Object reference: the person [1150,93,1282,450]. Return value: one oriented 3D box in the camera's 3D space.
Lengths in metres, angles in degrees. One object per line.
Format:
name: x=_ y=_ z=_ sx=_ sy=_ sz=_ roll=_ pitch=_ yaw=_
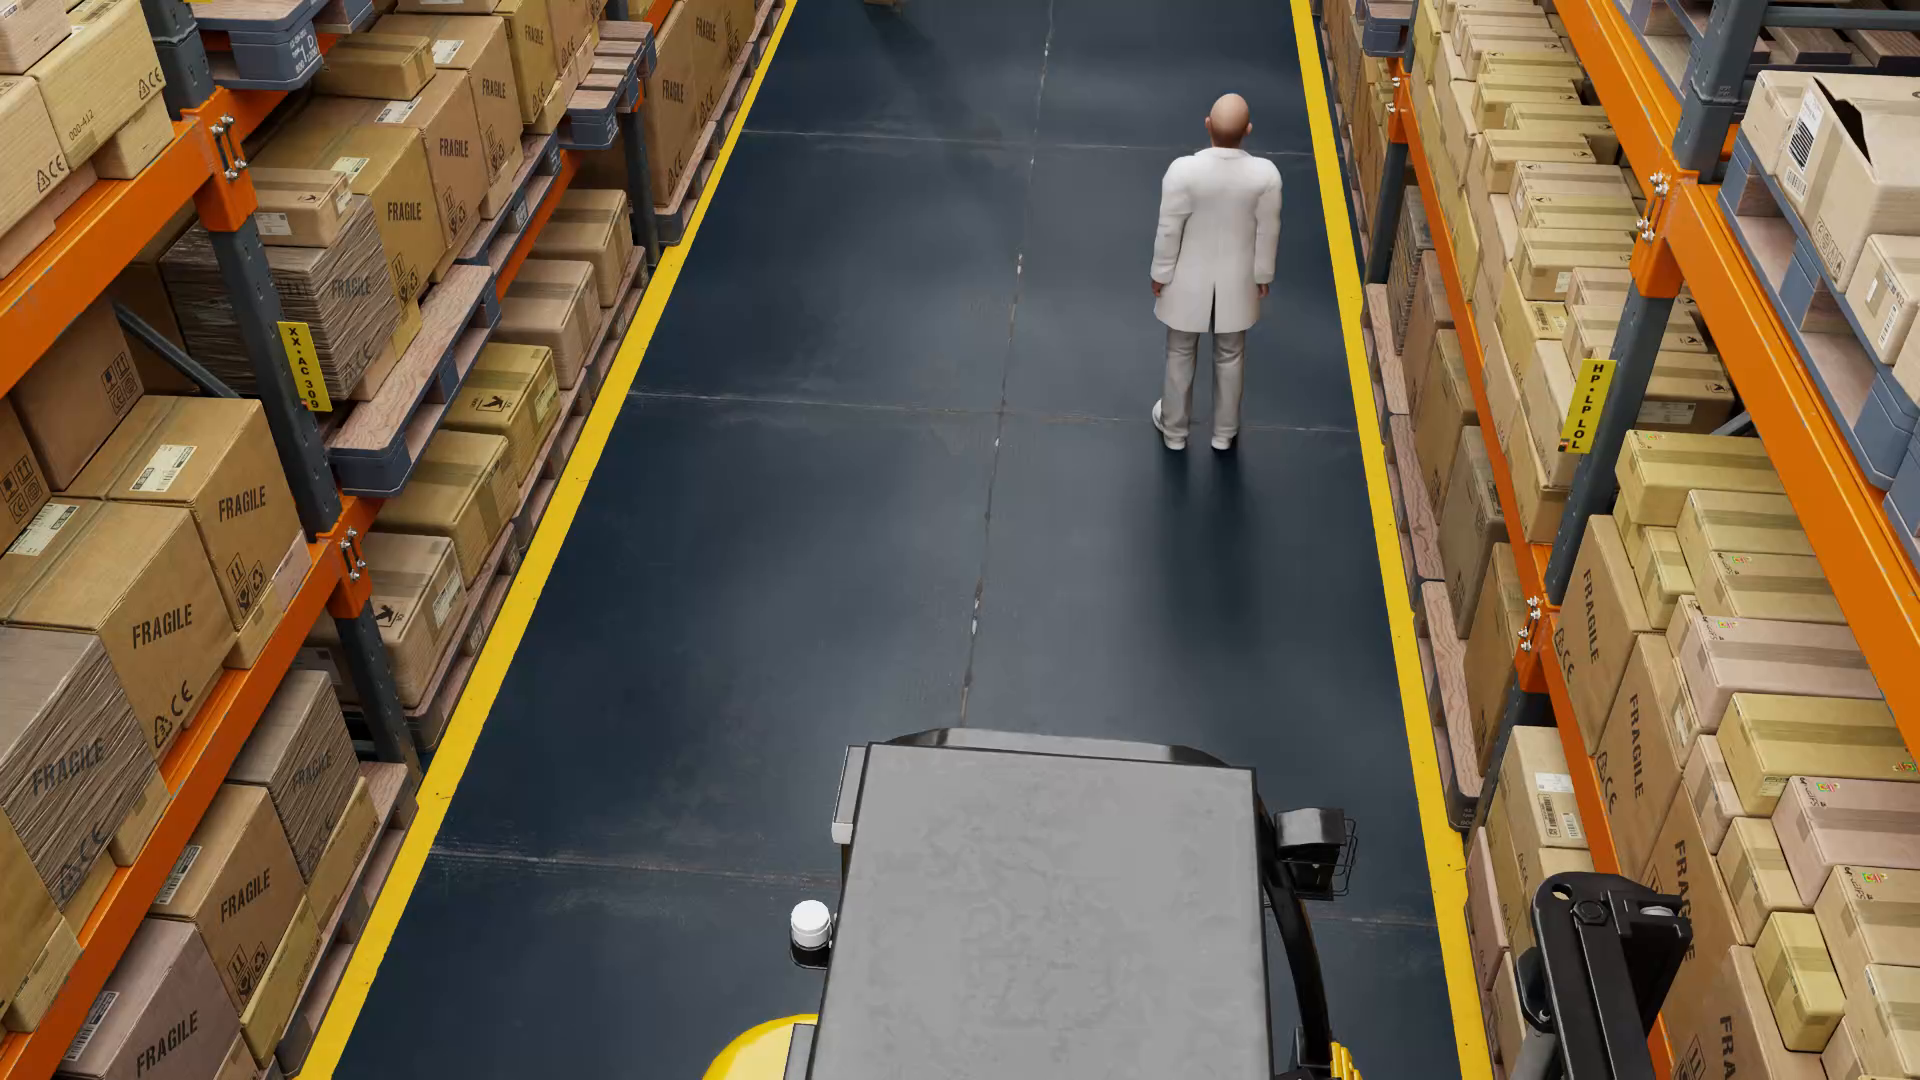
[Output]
person: x=1.153 y=-1.228 z=7.649 sx=0.565 sy=1.783 sz=0.377 roll=1 pitch=40 yaw=1
